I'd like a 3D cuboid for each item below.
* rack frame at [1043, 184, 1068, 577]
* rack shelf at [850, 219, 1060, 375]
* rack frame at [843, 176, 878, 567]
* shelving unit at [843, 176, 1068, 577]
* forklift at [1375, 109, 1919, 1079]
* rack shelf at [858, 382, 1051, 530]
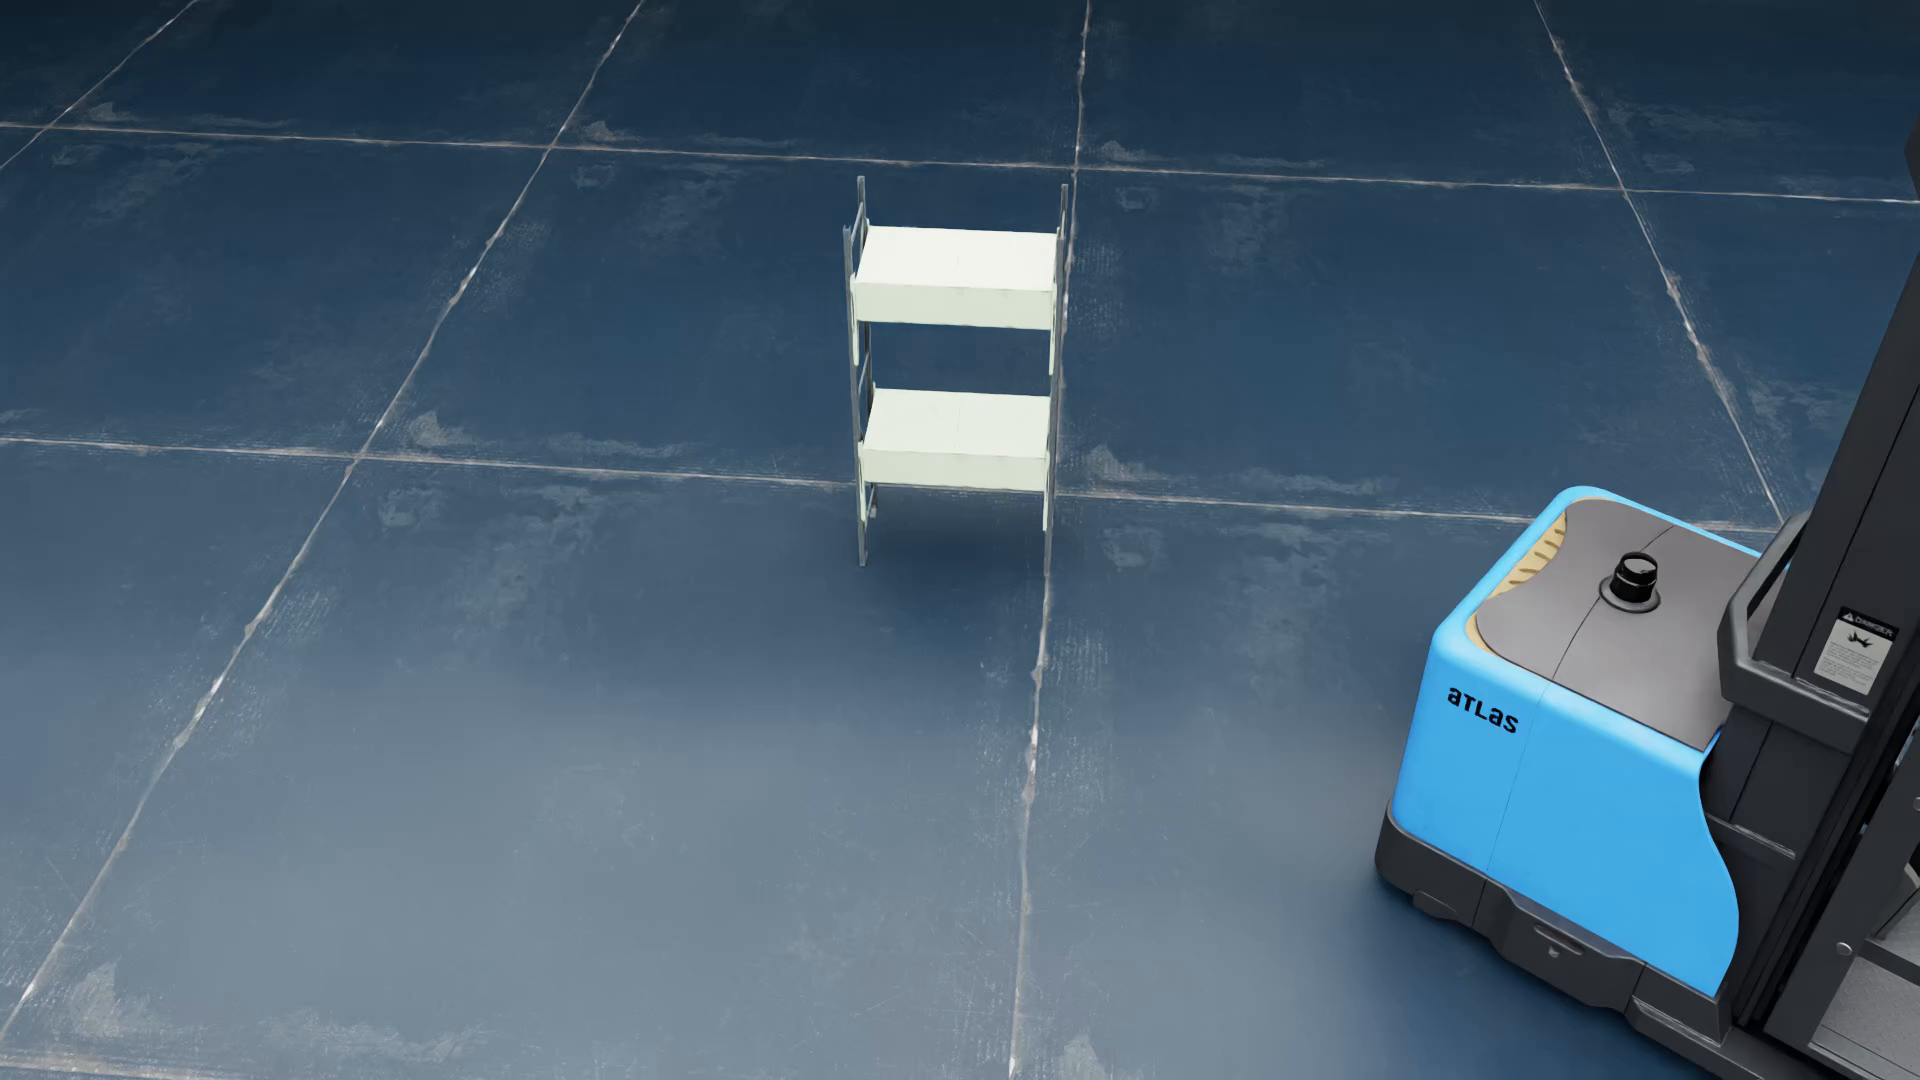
[{"bbox_3d":[0.358,-0.562,6.252,0.023,1.500,0.400,3,39,4],"label":"rack frame"},{"bbox_3d":[-0.007,-0.885,6.031,0.720,0.370,0.431,3,39,4],"label":"rack shelf"},{"bbox_3d":[-0.371,-0.602,6.301,0.023,1.500,0.400,3,39,4],"label":"rack frame"},{"bbox_3d":[-0.007,-0.582,6.277,0.755,1.500,0.431,3,39,4],"label":"shelving unit"},{"bbox_3d":[2.793,0.327,4.026,3.031,2.935,1.130,28,47,30],"label":"forklift"},{"bbox_3d":[-0.007,-0.329,6.483,0.720,0.370,0.431,3,39,4],"label":"rack shelf"}]
